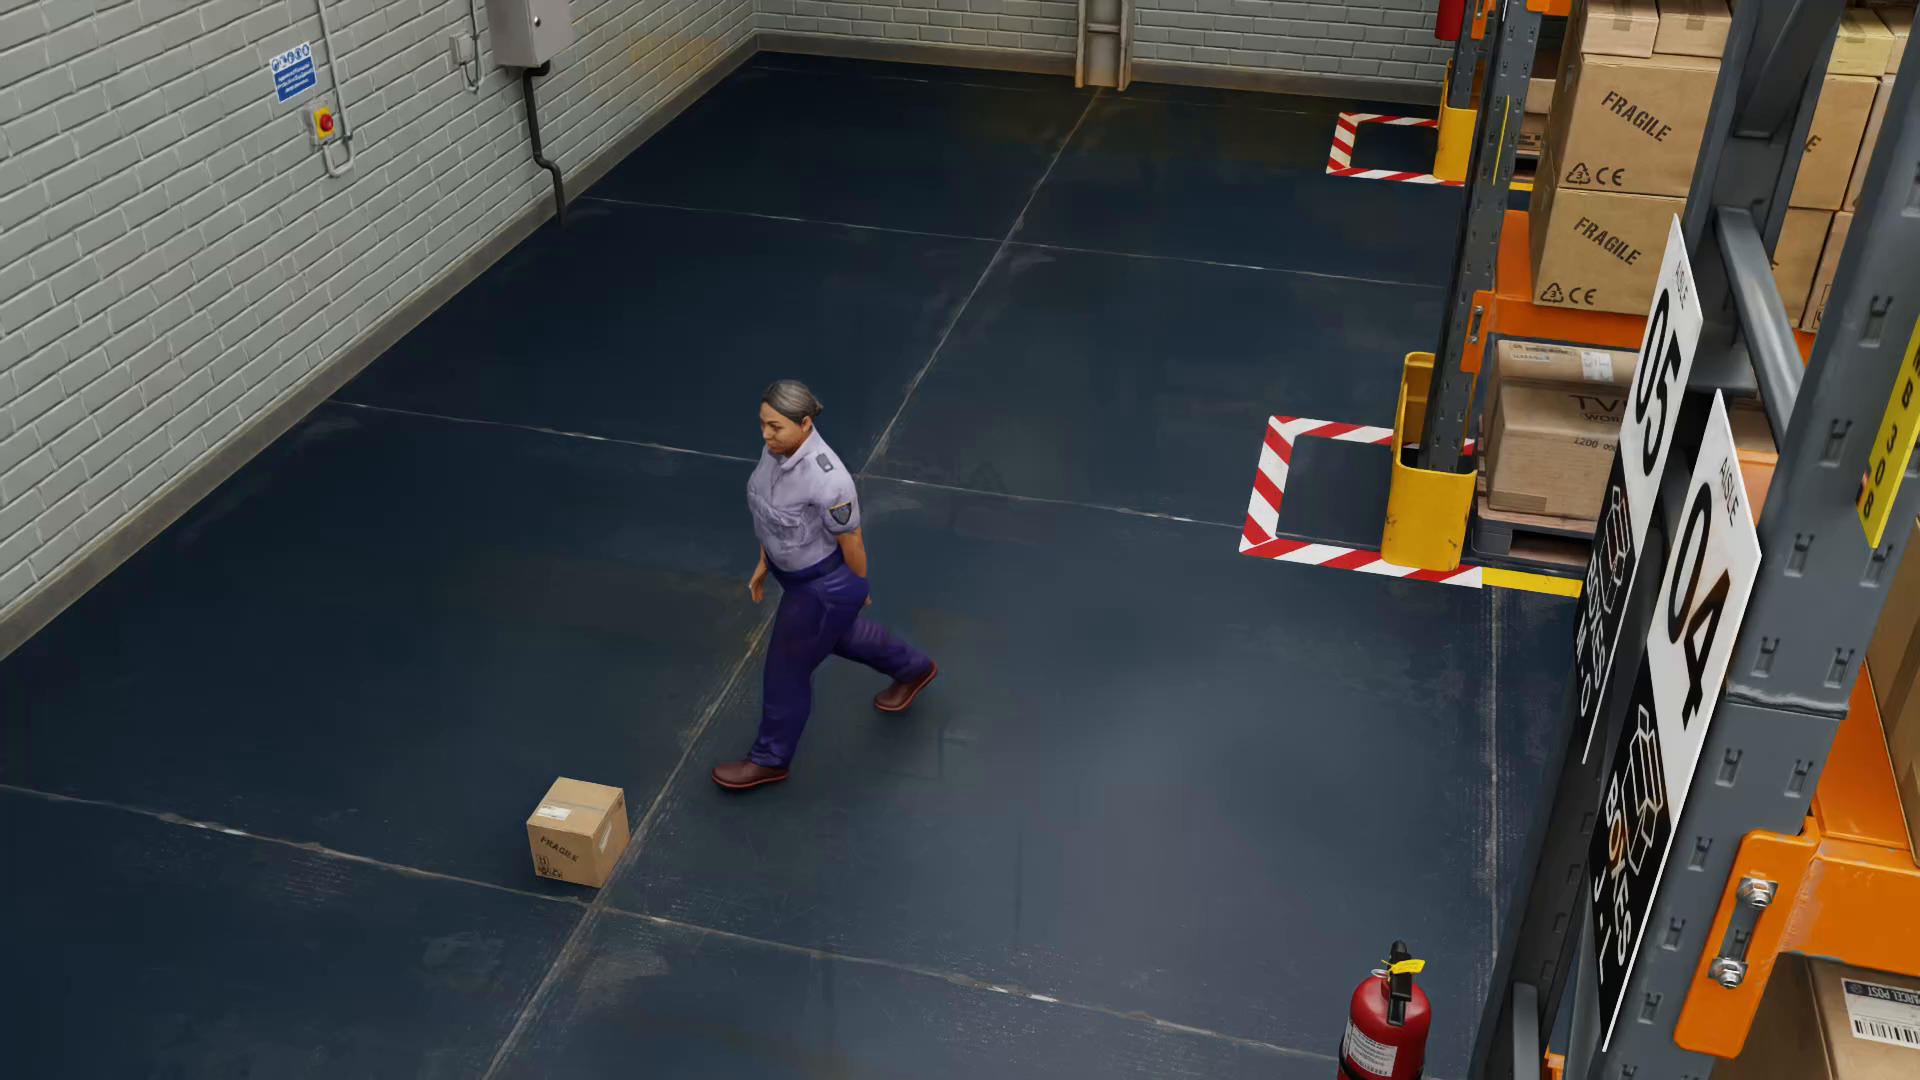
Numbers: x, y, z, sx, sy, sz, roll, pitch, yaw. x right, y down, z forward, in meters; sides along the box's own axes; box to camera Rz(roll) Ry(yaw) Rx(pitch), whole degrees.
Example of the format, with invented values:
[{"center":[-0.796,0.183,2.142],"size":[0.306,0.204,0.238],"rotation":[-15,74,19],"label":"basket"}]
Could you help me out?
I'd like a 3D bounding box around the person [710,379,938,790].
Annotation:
[{"center":[-0.497,0.119,5.969],"size":[0.981,1.610,0.450],"rotation":[-14,35,-20],"label":"person"}]
